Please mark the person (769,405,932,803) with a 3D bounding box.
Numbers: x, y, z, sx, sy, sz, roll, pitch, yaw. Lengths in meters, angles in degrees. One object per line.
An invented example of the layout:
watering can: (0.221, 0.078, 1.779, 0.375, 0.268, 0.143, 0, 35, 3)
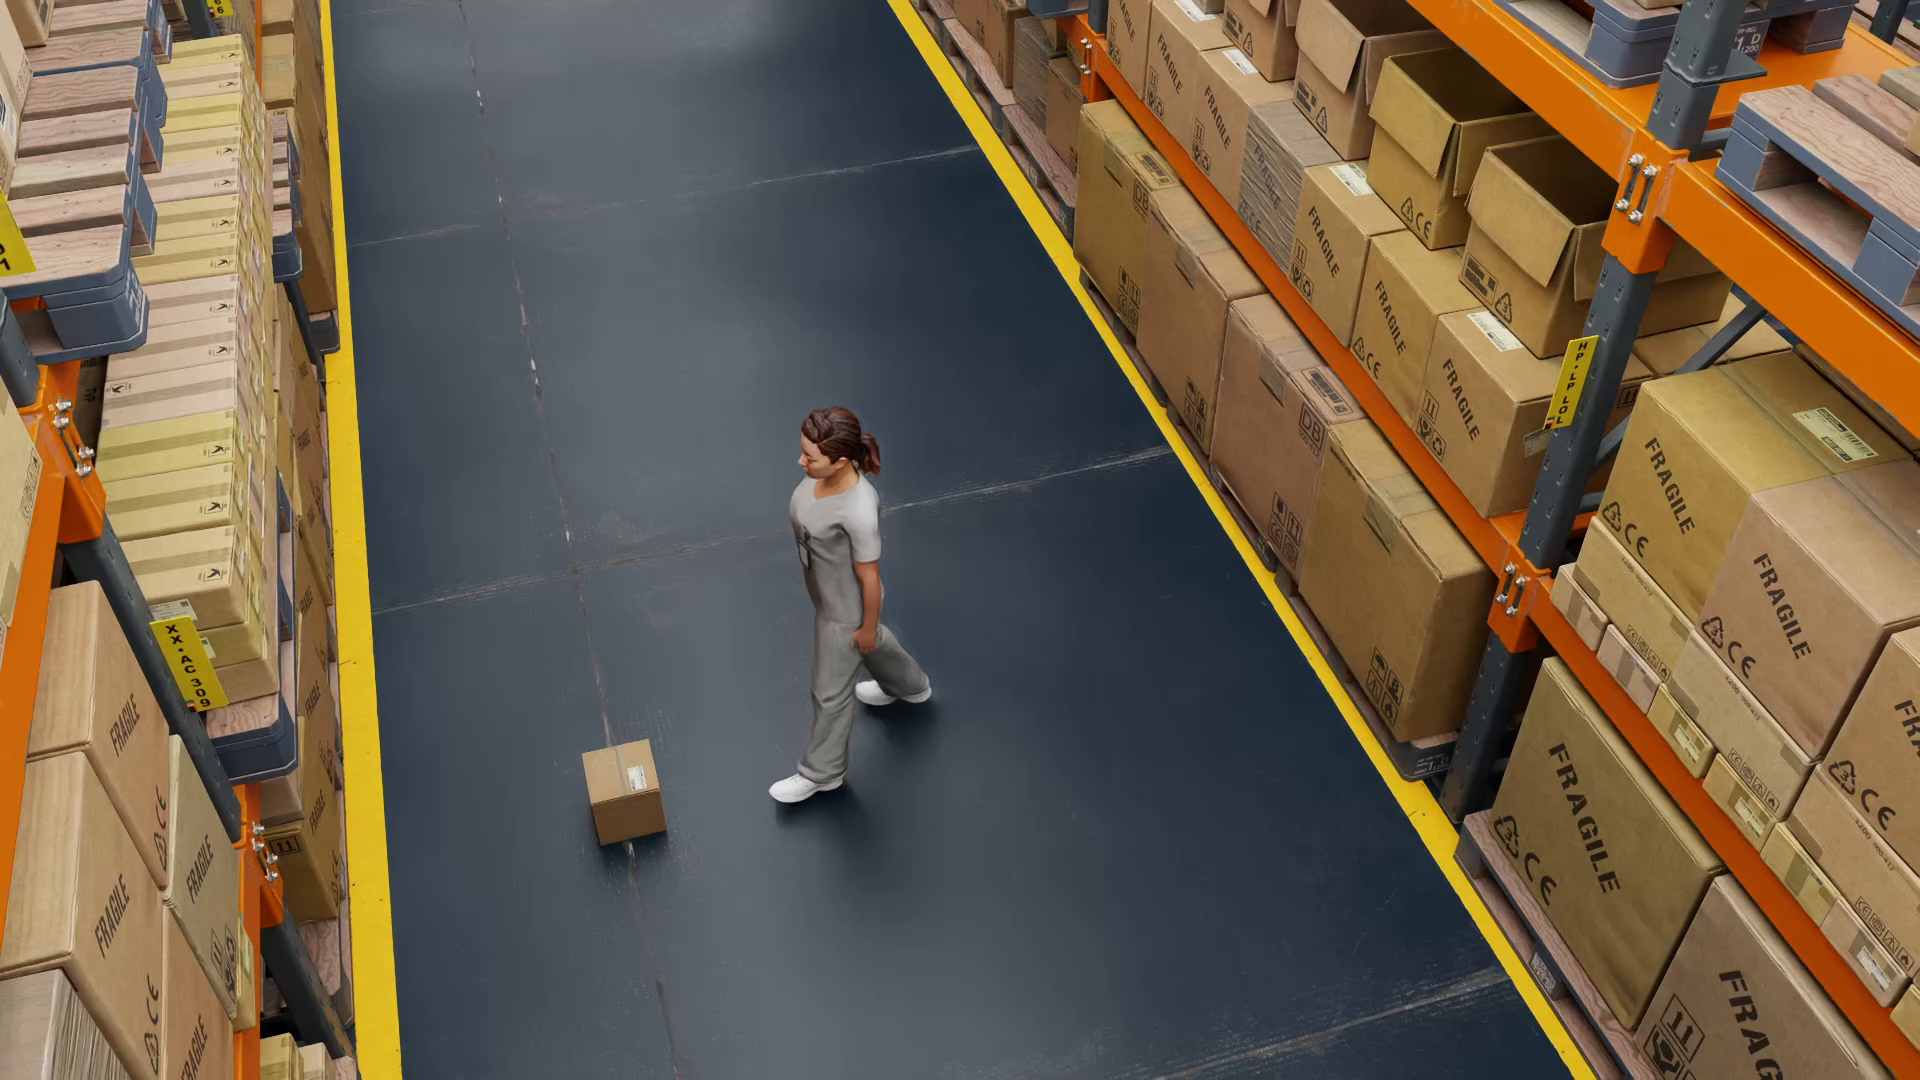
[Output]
person: (-0.429, 0.192, 5.951, 0.759, 1.664, 0.470, -16, 45, -17)
